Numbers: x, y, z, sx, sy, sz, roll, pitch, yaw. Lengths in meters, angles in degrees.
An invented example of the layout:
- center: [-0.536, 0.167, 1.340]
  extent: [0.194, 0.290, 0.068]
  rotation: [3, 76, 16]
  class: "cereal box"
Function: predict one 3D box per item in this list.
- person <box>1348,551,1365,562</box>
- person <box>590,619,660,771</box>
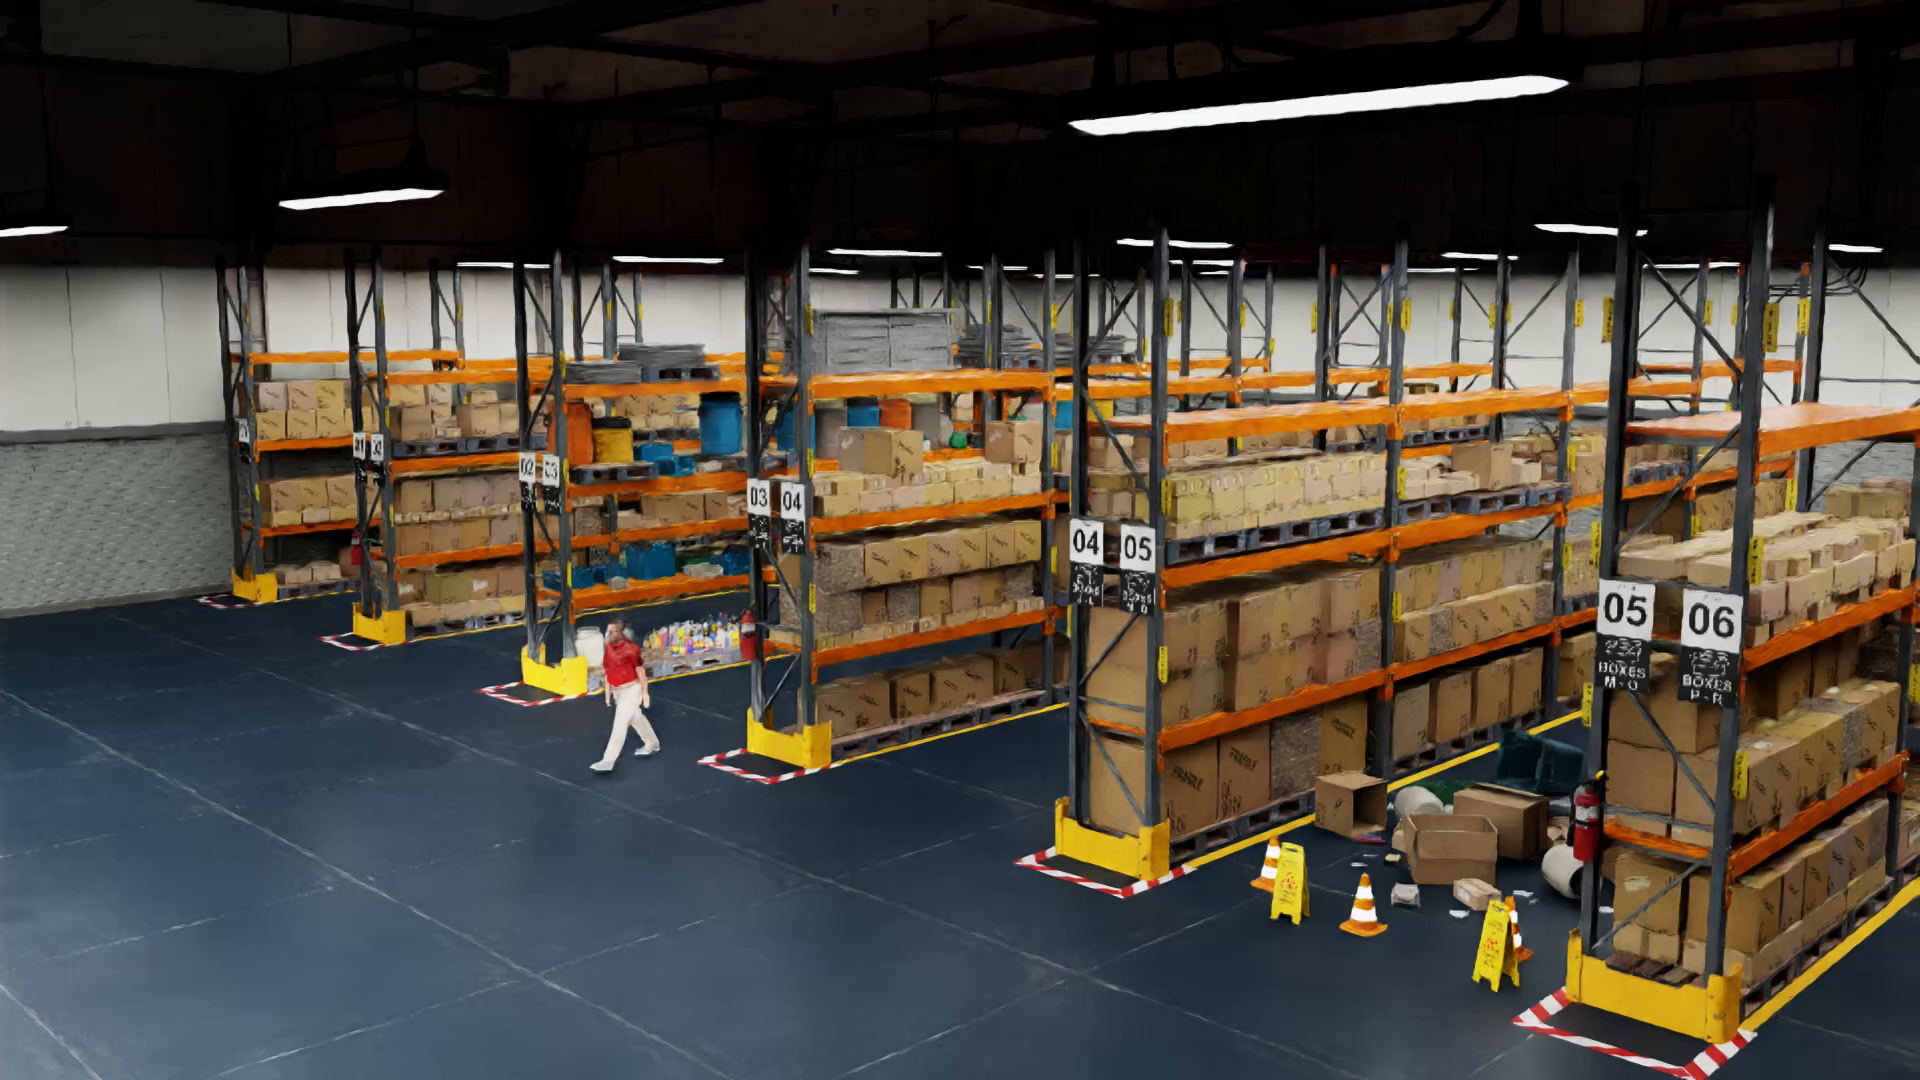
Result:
- center: [5.790, 0.943, 24.225]
  extent: [0.639, 1.632, 0.512]
  rotation: [7, 11, 43]
  class: "person"
- center: [-3.812, 1.692, 18.690]
  extent: [0.547, 1.640, 1.116]
  rotation: [7, 11, 42]
  class: "person"
